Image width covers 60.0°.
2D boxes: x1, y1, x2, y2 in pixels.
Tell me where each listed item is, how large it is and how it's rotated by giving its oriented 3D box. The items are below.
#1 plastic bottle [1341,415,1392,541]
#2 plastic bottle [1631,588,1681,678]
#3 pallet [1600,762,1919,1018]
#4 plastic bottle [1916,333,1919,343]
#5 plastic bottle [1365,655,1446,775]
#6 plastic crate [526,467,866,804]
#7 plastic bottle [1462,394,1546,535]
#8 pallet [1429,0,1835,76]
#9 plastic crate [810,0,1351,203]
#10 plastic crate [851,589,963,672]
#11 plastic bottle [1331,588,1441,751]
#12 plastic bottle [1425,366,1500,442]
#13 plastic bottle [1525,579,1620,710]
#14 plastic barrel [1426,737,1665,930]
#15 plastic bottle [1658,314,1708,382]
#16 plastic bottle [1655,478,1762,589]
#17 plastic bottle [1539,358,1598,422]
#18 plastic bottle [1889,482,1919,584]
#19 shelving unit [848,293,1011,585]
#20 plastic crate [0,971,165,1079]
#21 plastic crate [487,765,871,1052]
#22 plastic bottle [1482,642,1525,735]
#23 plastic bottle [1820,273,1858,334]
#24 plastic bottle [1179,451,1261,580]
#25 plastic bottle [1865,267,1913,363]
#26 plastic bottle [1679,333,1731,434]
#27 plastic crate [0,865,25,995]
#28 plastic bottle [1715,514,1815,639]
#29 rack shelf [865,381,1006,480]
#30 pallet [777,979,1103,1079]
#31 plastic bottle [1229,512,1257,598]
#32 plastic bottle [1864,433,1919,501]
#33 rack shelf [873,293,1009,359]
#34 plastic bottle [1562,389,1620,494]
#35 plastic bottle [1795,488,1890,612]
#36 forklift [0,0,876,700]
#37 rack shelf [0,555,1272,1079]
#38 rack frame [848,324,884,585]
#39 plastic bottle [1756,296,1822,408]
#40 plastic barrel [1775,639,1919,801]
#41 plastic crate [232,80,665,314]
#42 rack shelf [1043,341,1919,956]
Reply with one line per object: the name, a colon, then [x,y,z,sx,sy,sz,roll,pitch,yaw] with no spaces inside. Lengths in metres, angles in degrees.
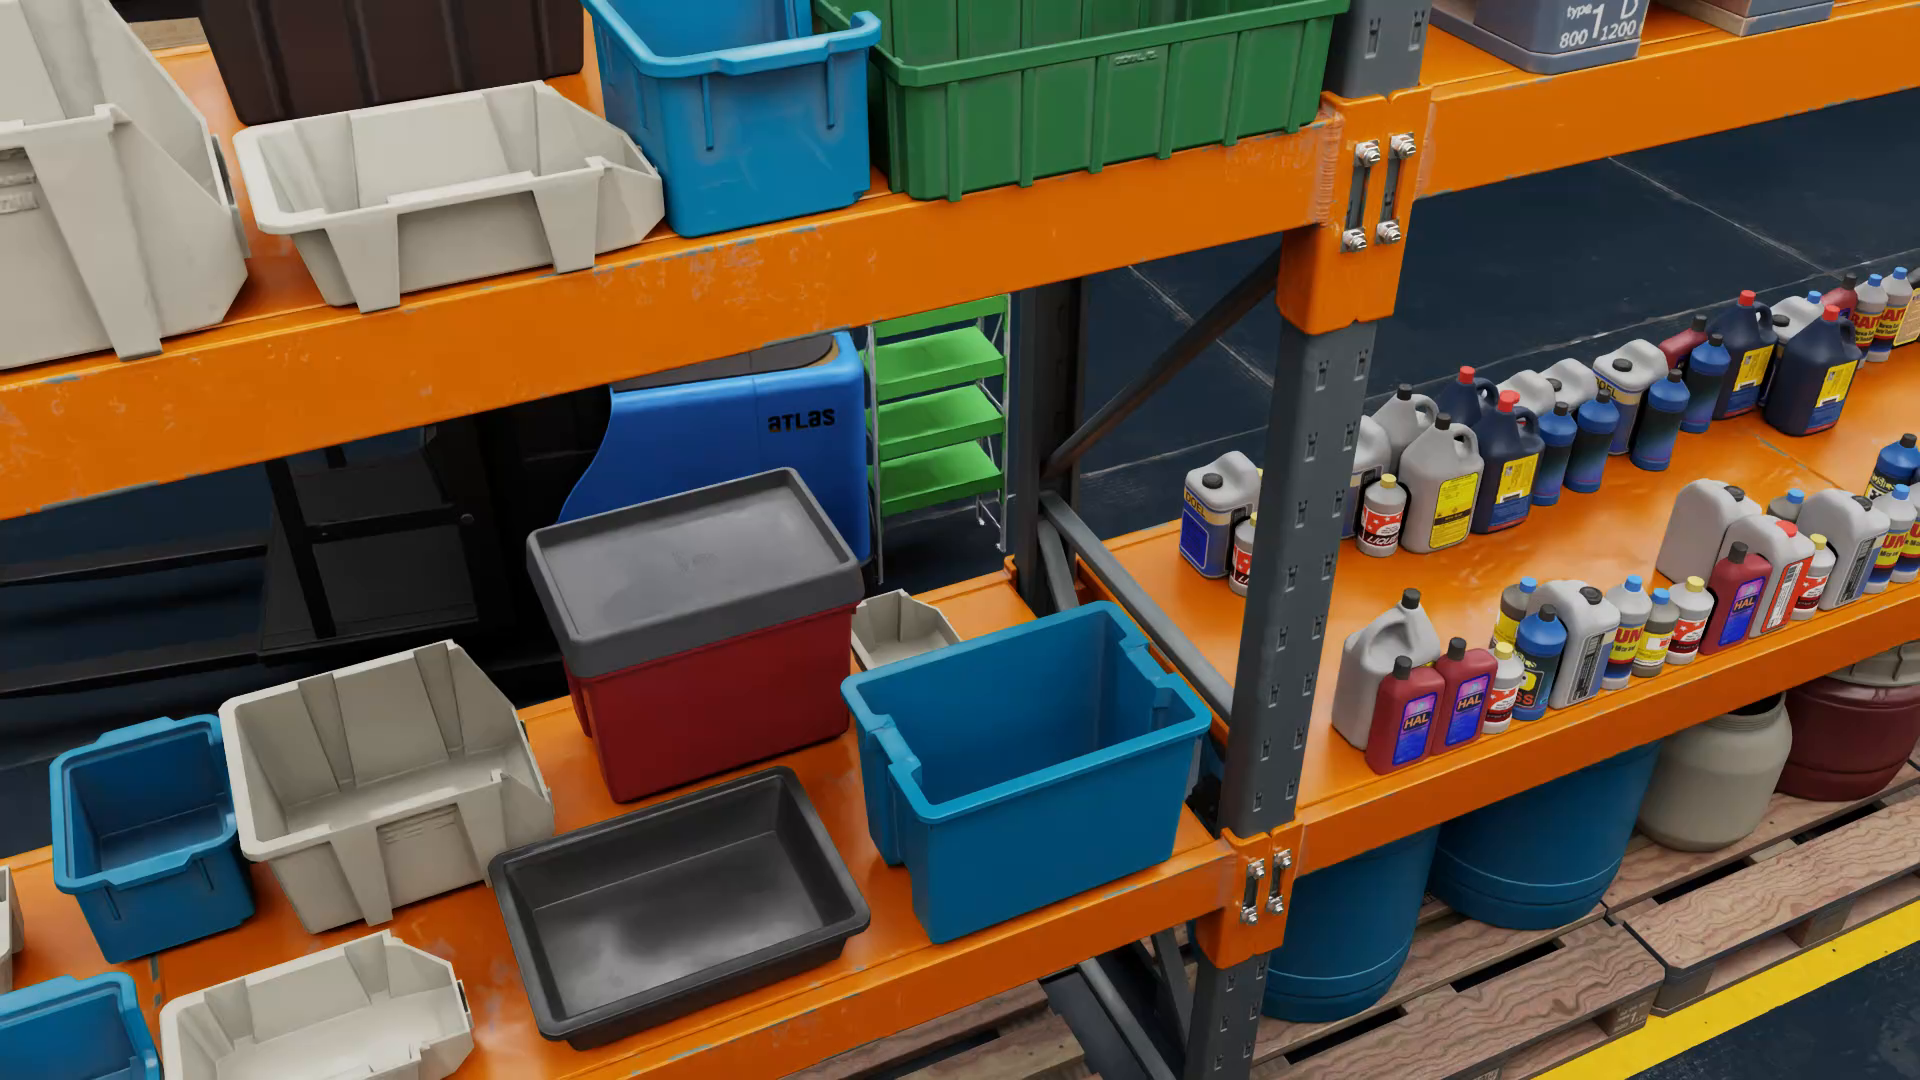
plastic bottle: [0.943,-0.159,4.050,0.135,0.276,0.152,-16,39,-20]
plastic bottle: [1.510,0.194,3.637,0.097,0.201,0.097,0,37,0]
pallet: [2.215,0.794,5.002,1.213,0.211,1.003,-16,39,-20]
plastic bottle: [2.829,-0.674,4.807,0.097,0.201,0.097,0,37,0]
plastic bottle: [0.906,0.342,3.369,0.133,0.283,0.061,-16,39,-20]
plastic crate: [-0.522,0.199,3.360,0.583,0.464,0.402,-16,39,-20]
plastic bottle: [1.315,-0.200,4.043,0.185,0.351,0.144,-16,39,-20]
pallet: [1.061,-1.222,3.020,1.003,0.211,1.213,-16,39,-20]
plastic crate: [0.138,-0.691,2.324,0.662,0.188,0.450,-16,39,-20]
plastic crate: [-0.089,0.281,3.525,0.243,0.136,0.396,-16,39,-20]
plastic bottle: [0.886,0.253,3.432,0.185,0.351,0.144,-16,39,-20]
plastic bottle: [1.253,-0.278,4.148,0.185,0.351,0.144,-16,39,-20]
plastic bottle: [1.305,0.204,3.562,0.135,0.276,0.152,-16,39,-20]
plastic barrel: [1.534,0.525,4.434,0.708,0.901,0.600,-16,39,-20]
plastic bottle: [1.922,-0.465,4.457,0.133,0.283,0.061,-16,39,-20]
plastic bottle: [1.747,-0.020,3.863,0.135,0.276,0.152,-16,39,-20]
plastic bottle: [1.522,-0.320,4.268,0.135,0.276,0.152,-16,39,-20]
plastic bottle: [2.227,-0.034,3.886,0.097,0.271,0.097,0,37,0]
shelving unit: [-0.107,-0.442,5.839,0.503,1.200,0.258,-14,39,-18]
plastic crate: [-1.401,0.920,2.582,0.300,0.233,0.416,-16,39,-20]
plastic crate: [-0.506,0.673,3.006,0.590,0.125,0.437,-16,39,-20]
plastic bottle: [1.124,0.302,3.491,0.097,0.201,0.097,0,37,0]
plastic bottle: [2.420,-0.604,4.645,0.133,0.283,0.061,-16,39,-20]
plastic bottle: [0.612,-0.066,3.925,0.135,0.276,0.152,-16,39,-20]
plastic bottle: [2.620,-0.644,4.708,0.097,0.271,0.097,0,37,0]
plastic bottle: [1.971,-0.422,4.409,0.097,0.271,0.097,0,37,0]
plastic crate: [-1.796,0.714,2.940,0.250,0.136,0.298,-16,39,-20]
plastic bottle: [1.812,0.062,3.753,0.135,0.276,0.152,-16,39,-20]
rack shelf: [-0.107,-0.391,5.877,0.480,0.148,0.258,-14,39,-18]
pallet: [-0.256,1.485,4.070,1.213,0.211,1.003,-16,39,-20]
plastic bottle: [0.682,0.026,3.863,0.097,0.201,0.097,0,37,0]
plastic bottle: [2.254,-0.137,4.024,0.097,0.271,0.097,0,37,0]
rack shelf: [-0.107,-0.777,5.591,0.480,0.148,0.258,-14,39,-18]
plastic bottle: [1.591,-0.256,4.185,0.097,0.271,0.097,0,37,0]
plastic bottle: [2.022,0.003,3.832,0.135,0.276,0.152,-16,39,-20]
forklift: [-1.867,-0.913,5.021,3.031,2.935,1.130,-9,37,-12]
rack shelf: [-1.417,0.953,3.051,4.000,0.370,1.077,-16,39,-20]
rack frame: [-0.332,-0.385,5.762,0.015,1.200,0.240,-14,39,-18]
plastic bottle: [2.230,-0.518,4.535,0.135,0.276,0.152,-16,39,-20]
plastic barrel: [2.556,0.364,4.912,0.708,0.588,0.600,-16,39,-20]
plastic crate: [-0.597,-0.414,1.993,0.466,0.136,0.293,-16,39,-20]
rack shelf: [2.204,-0.059,4.416,4.000,0.370,1.077,-16,39,-20]
